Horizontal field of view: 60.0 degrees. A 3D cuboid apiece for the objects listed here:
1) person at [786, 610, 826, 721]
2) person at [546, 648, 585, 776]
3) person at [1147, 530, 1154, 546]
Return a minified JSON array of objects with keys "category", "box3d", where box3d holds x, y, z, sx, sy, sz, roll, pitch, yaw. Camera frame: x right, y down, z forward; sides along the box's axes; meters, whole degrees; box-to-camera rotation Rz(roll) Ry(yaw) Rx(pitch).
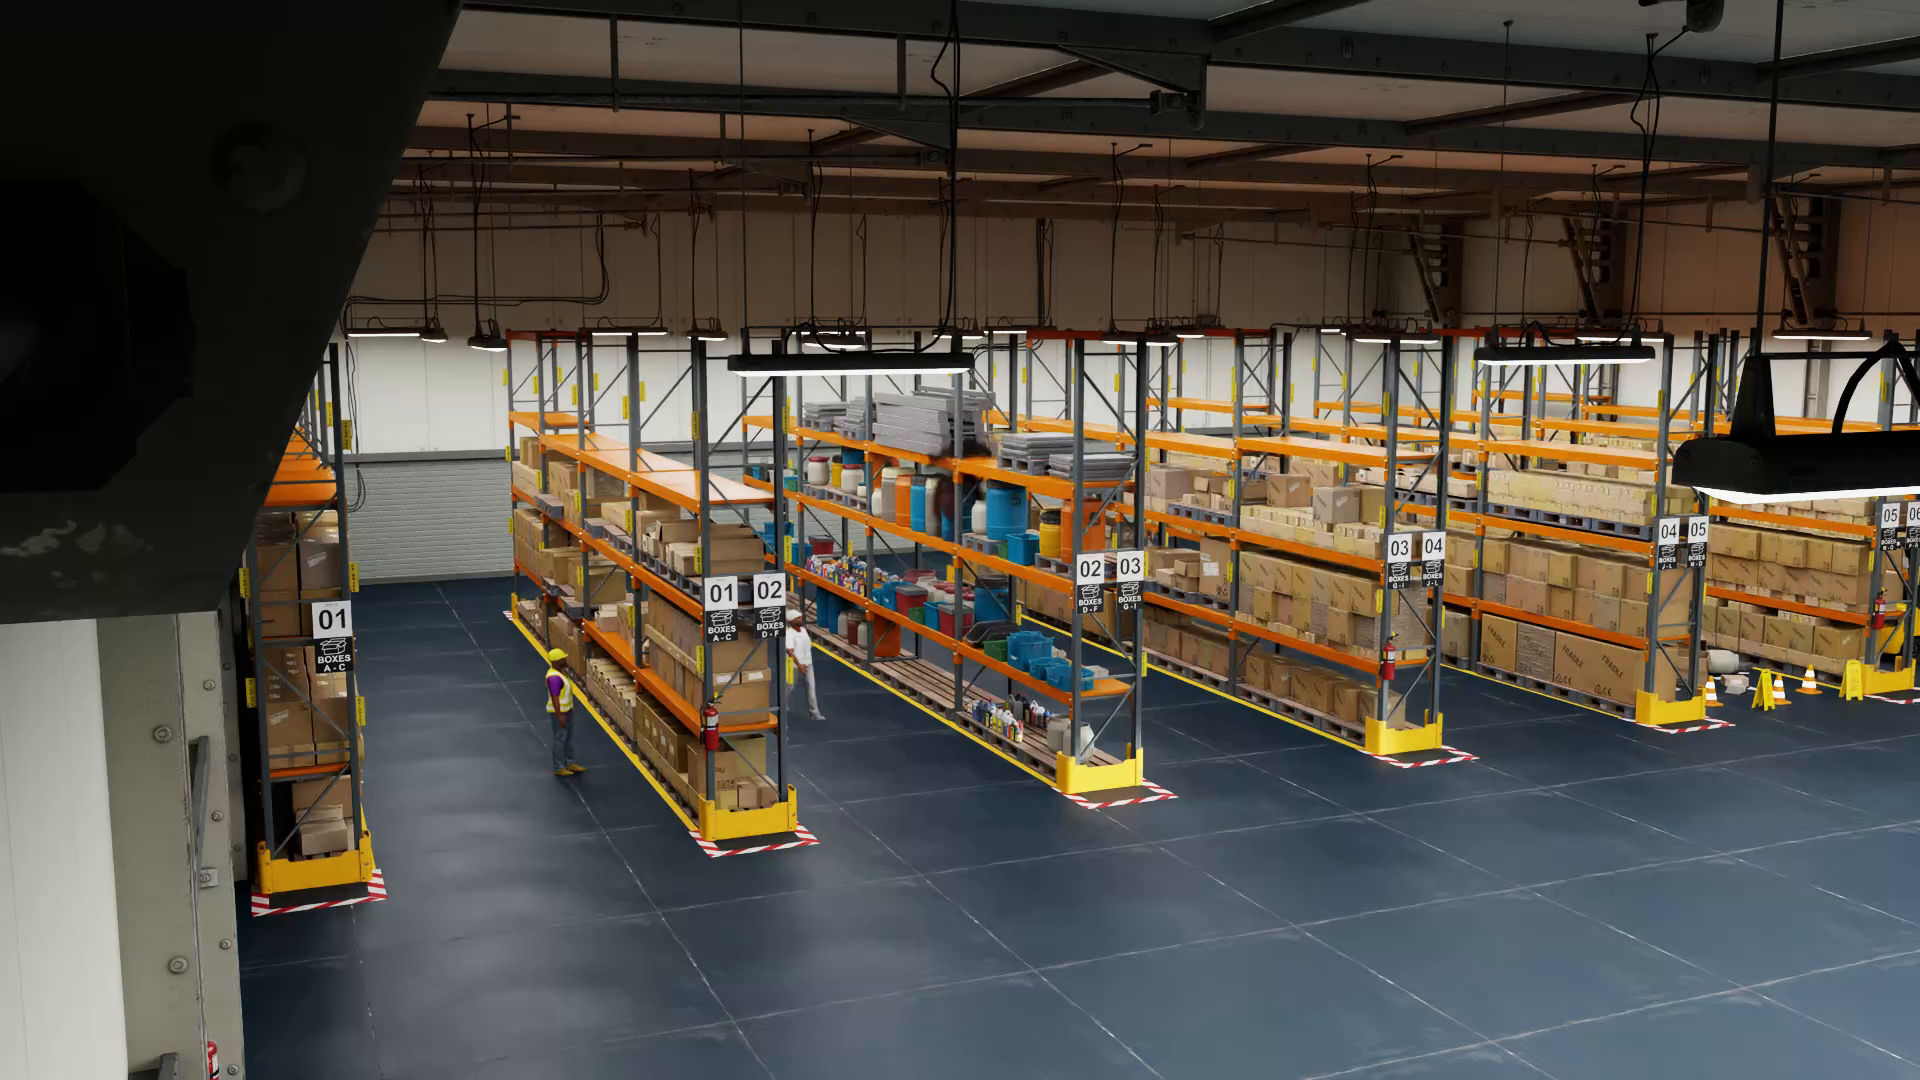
[{"category":"person","box3d":[-2.509,1.944,25.906,0.514,1.712,1.052,-5,9,-31]},{"category":"person","box3d":[-5.479,2.358,22.906,0.455,1.768,0.636,1,8,10]},{"category":"person","box3d":[4.681,-0.158,41.704,0.791,1.620,0.561,-3,8,-23]}]
